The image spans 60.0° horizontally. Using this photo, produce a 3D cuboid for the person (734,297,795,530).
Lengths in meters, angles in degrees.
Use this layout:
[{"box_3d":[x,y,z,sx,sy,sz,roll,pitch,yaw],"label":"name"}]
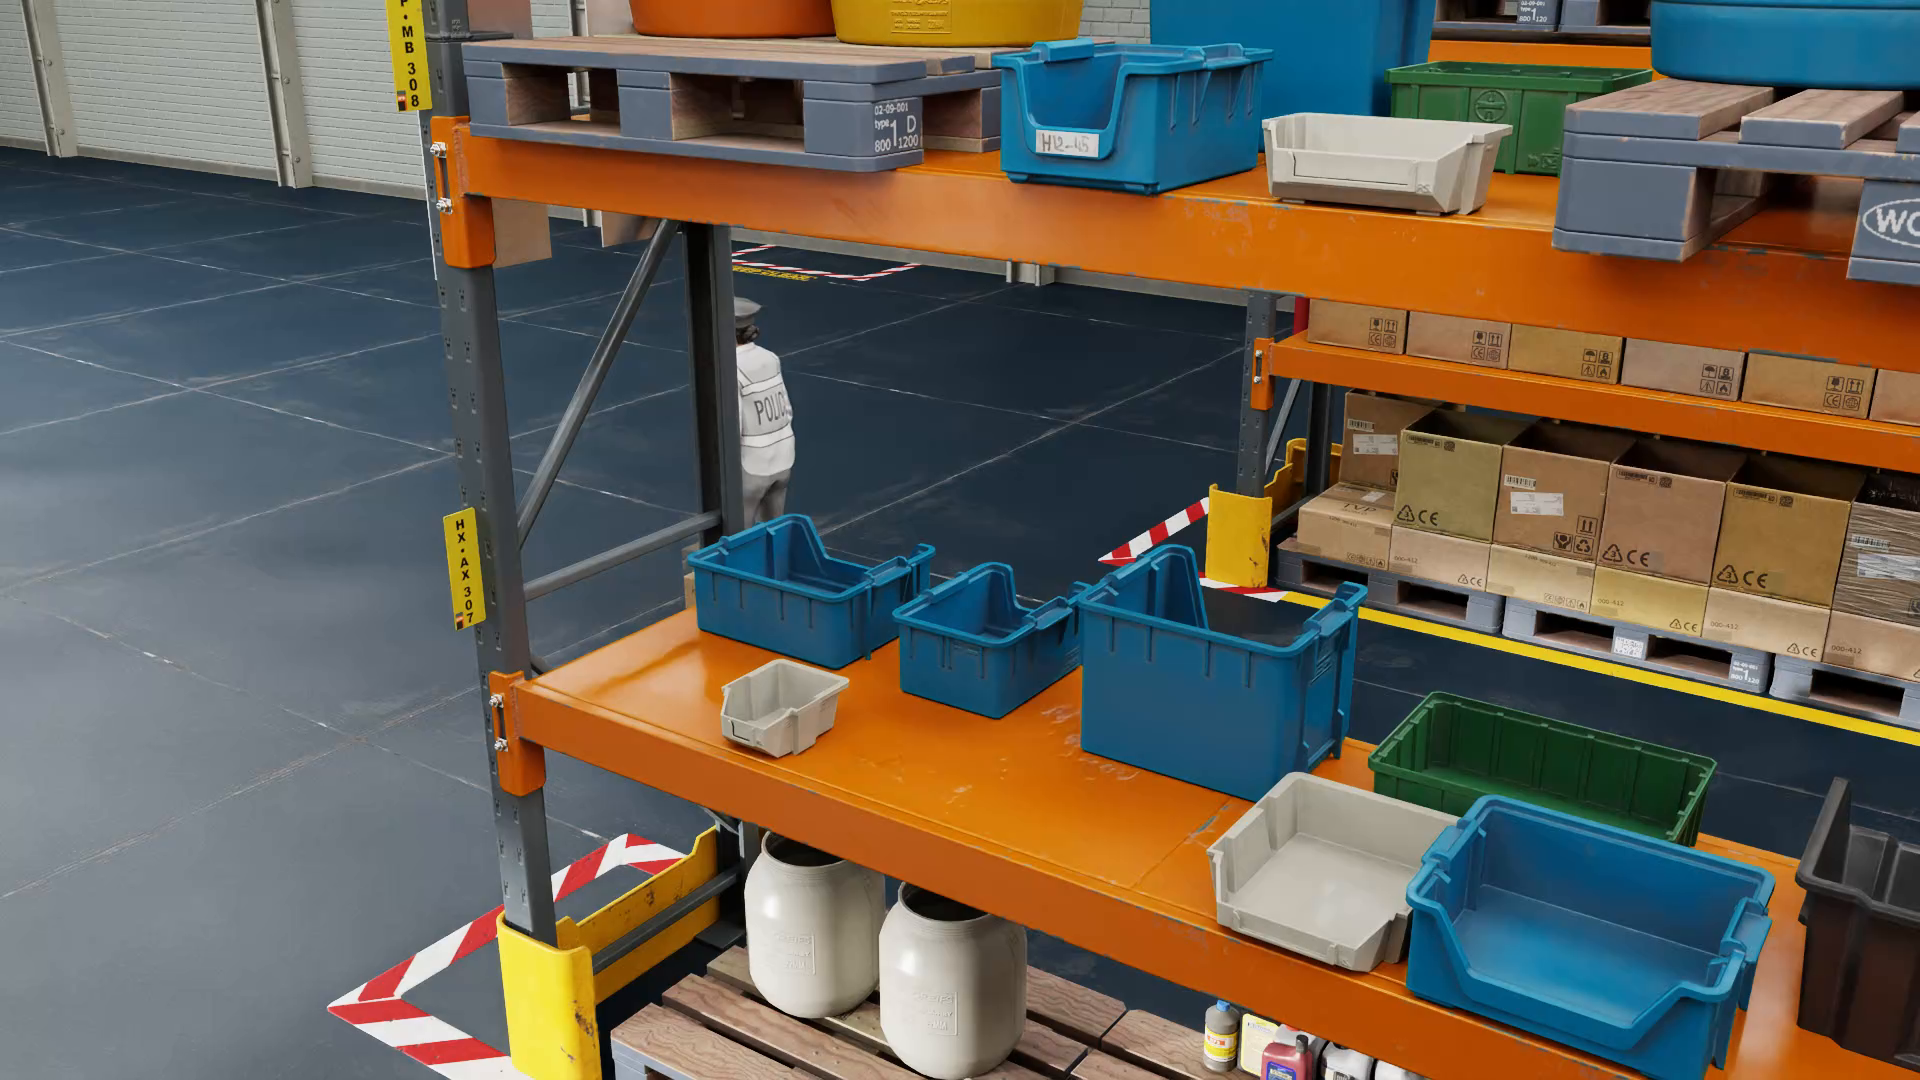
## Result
[{"box_3d":[-1.019,-0.336,7.996,0.416,1.662,0.543,11,23,29],"label":"person"}]
